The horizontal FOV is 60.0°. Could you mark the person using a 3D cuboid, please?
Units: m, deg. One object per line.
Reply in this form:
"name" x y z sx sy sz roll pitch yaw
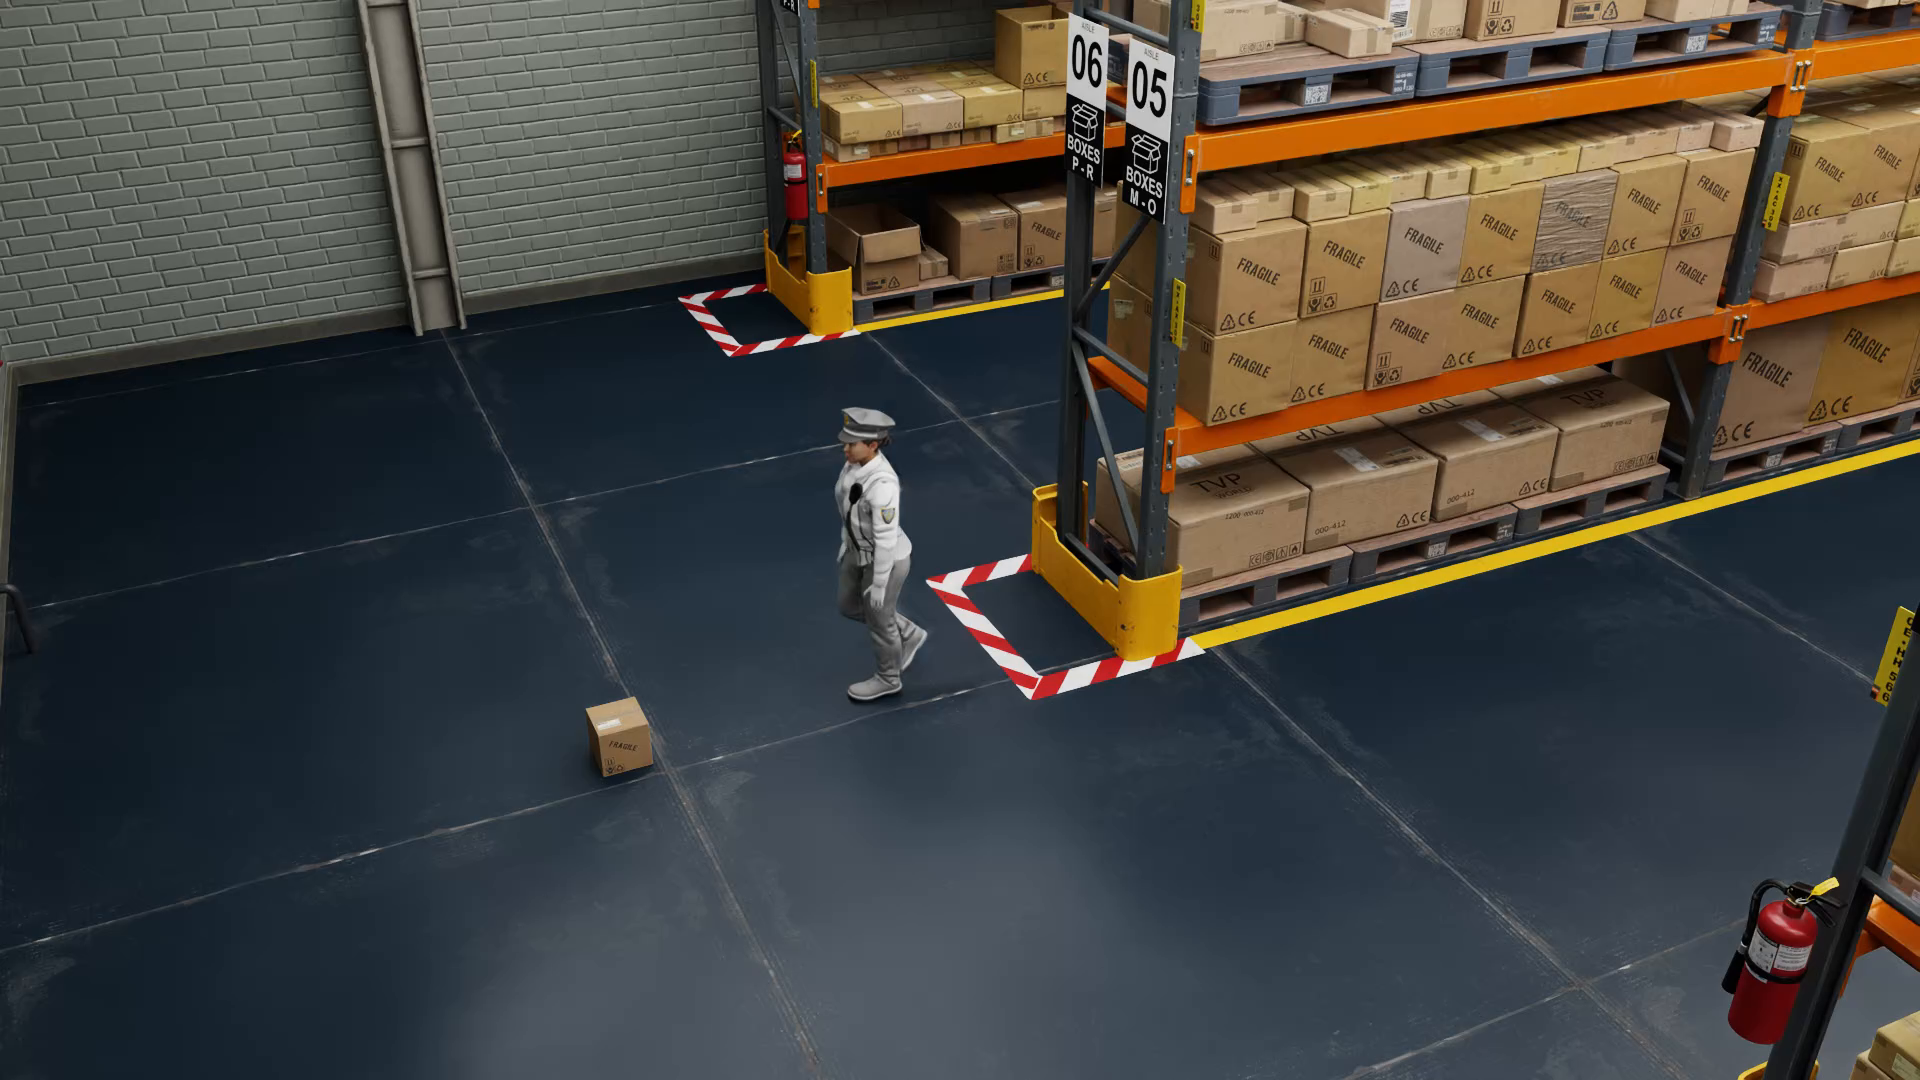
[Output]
"person" -0.358 0.084 8.250 0.489 1.674 0.538 -10 31 -17
